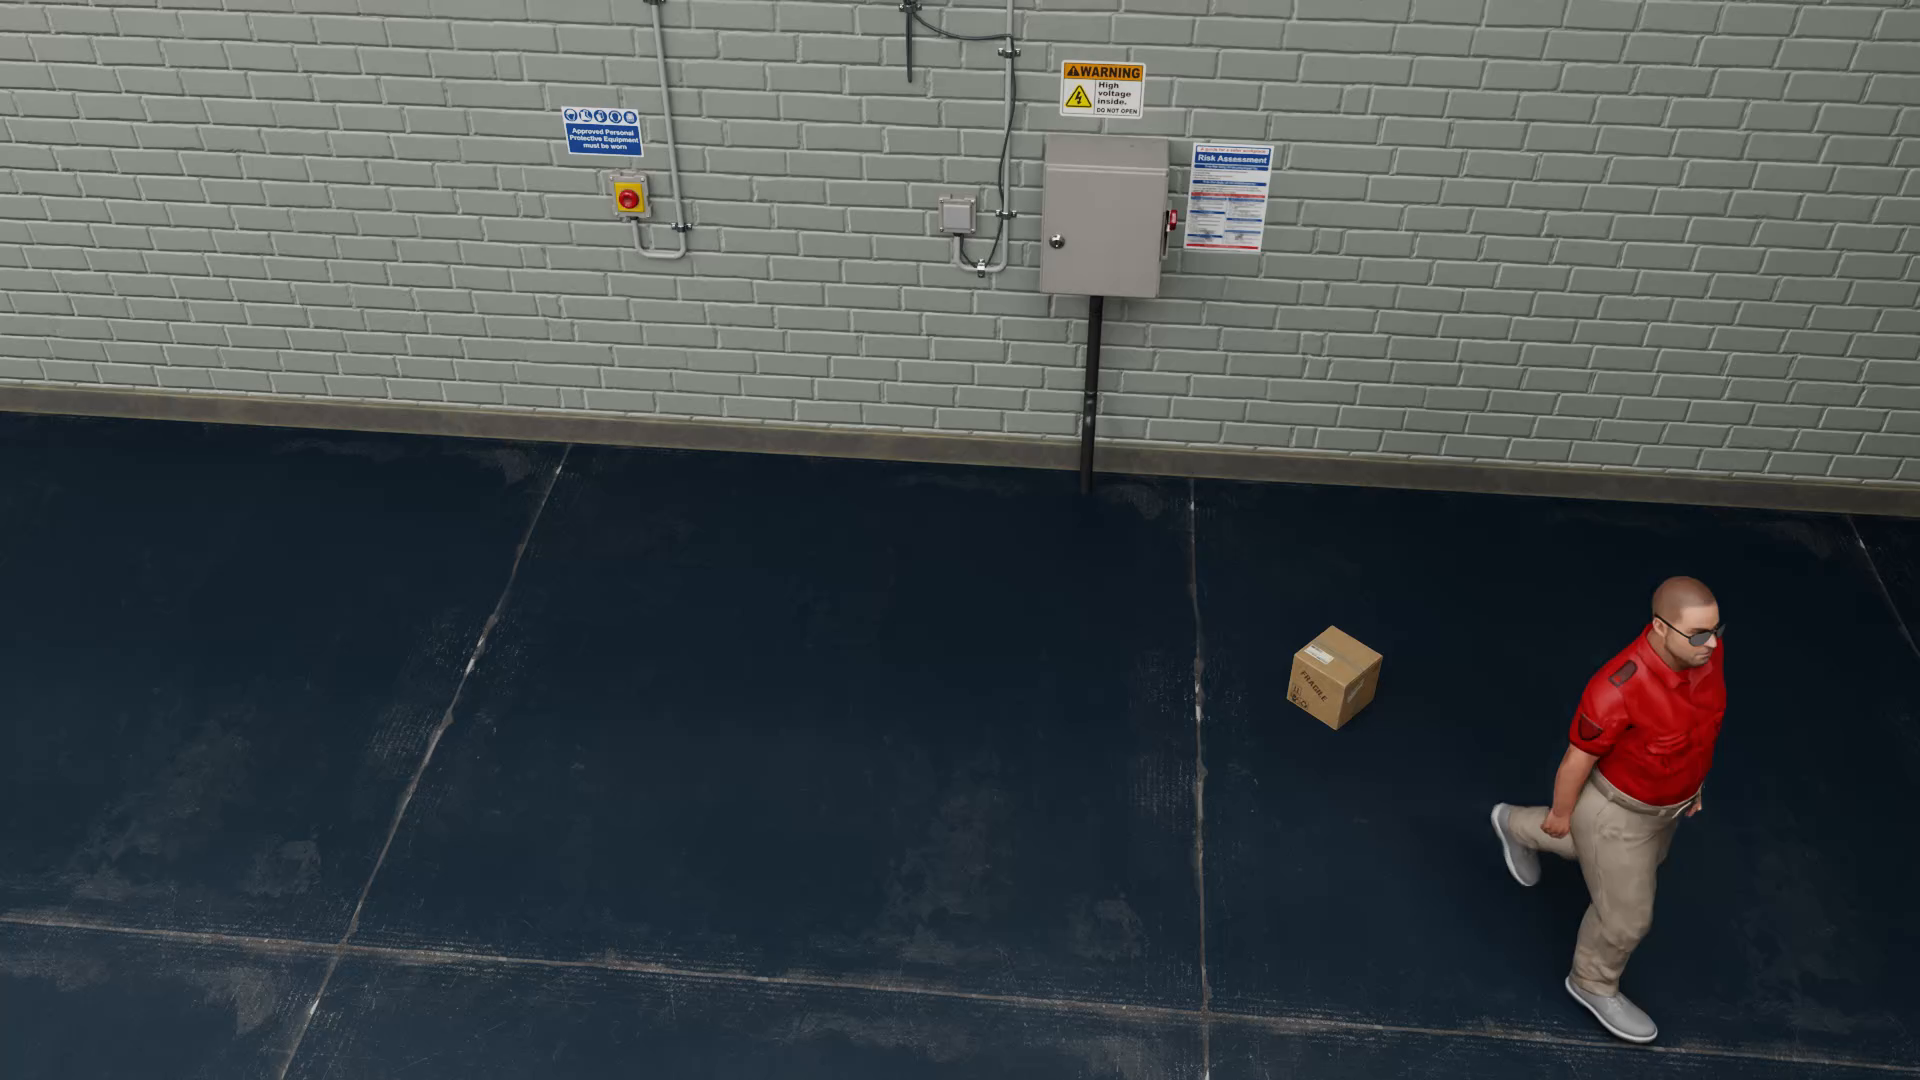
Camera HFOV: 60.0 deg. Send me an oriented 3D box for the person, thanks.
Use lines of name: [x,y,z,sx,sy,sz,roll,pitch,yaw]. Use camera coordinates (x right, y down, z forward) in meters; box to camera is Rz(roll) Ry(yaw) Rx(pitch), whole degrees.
person: [2.079,0.772,5.219,0.531,1.689,0.834,-26,46,-28]
